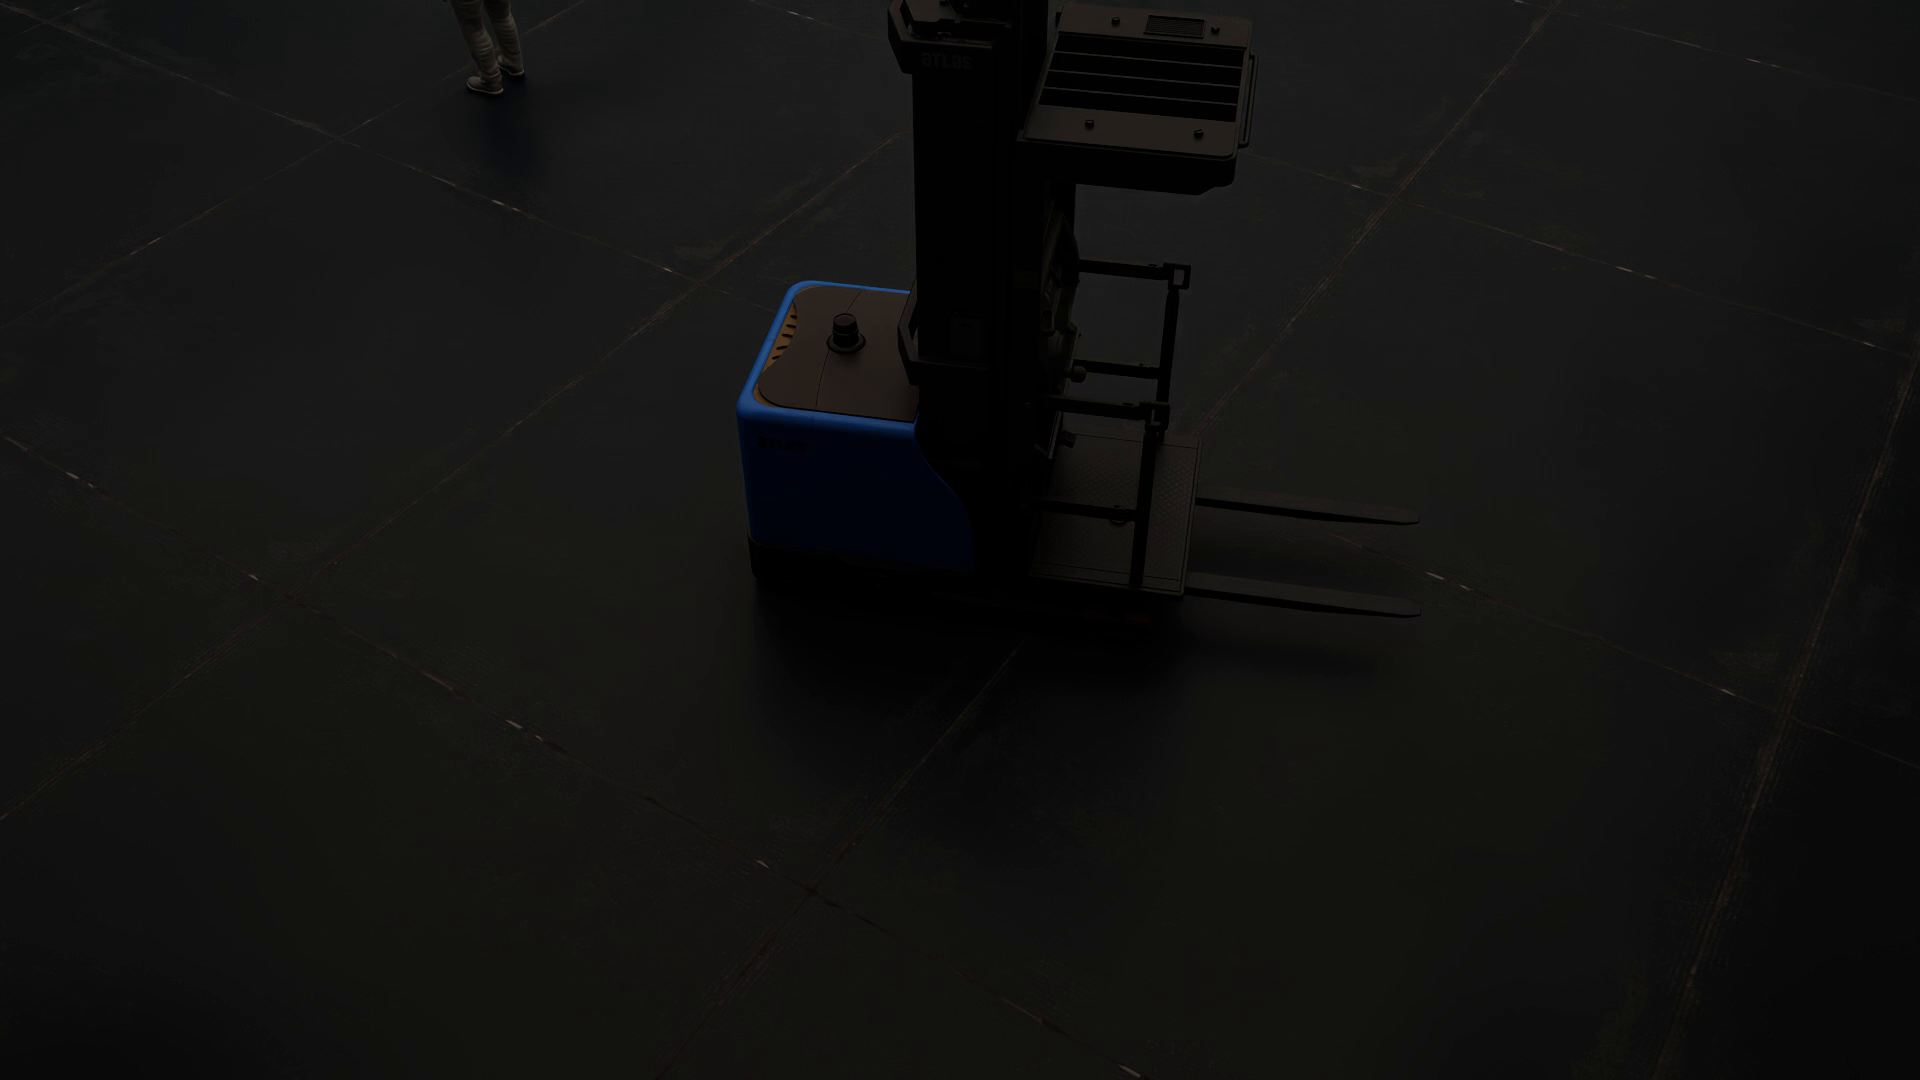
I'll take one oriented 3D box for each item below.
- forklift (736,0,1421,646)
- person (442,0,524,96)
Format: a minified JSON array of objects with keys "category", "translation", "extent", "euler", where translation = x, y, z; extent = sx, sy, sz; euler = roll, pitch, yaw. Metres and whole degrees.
[{"category":"forklift","translation":[0.598,-0.987,6.890],"extent":[3.031,2.935,1.130],"euler":[7,44,8]},{"category":"person","translation":[-3.134,-3.653,10.610],"extent":[0.530,1.669,0.598],"euler":[33,52,30]}]
